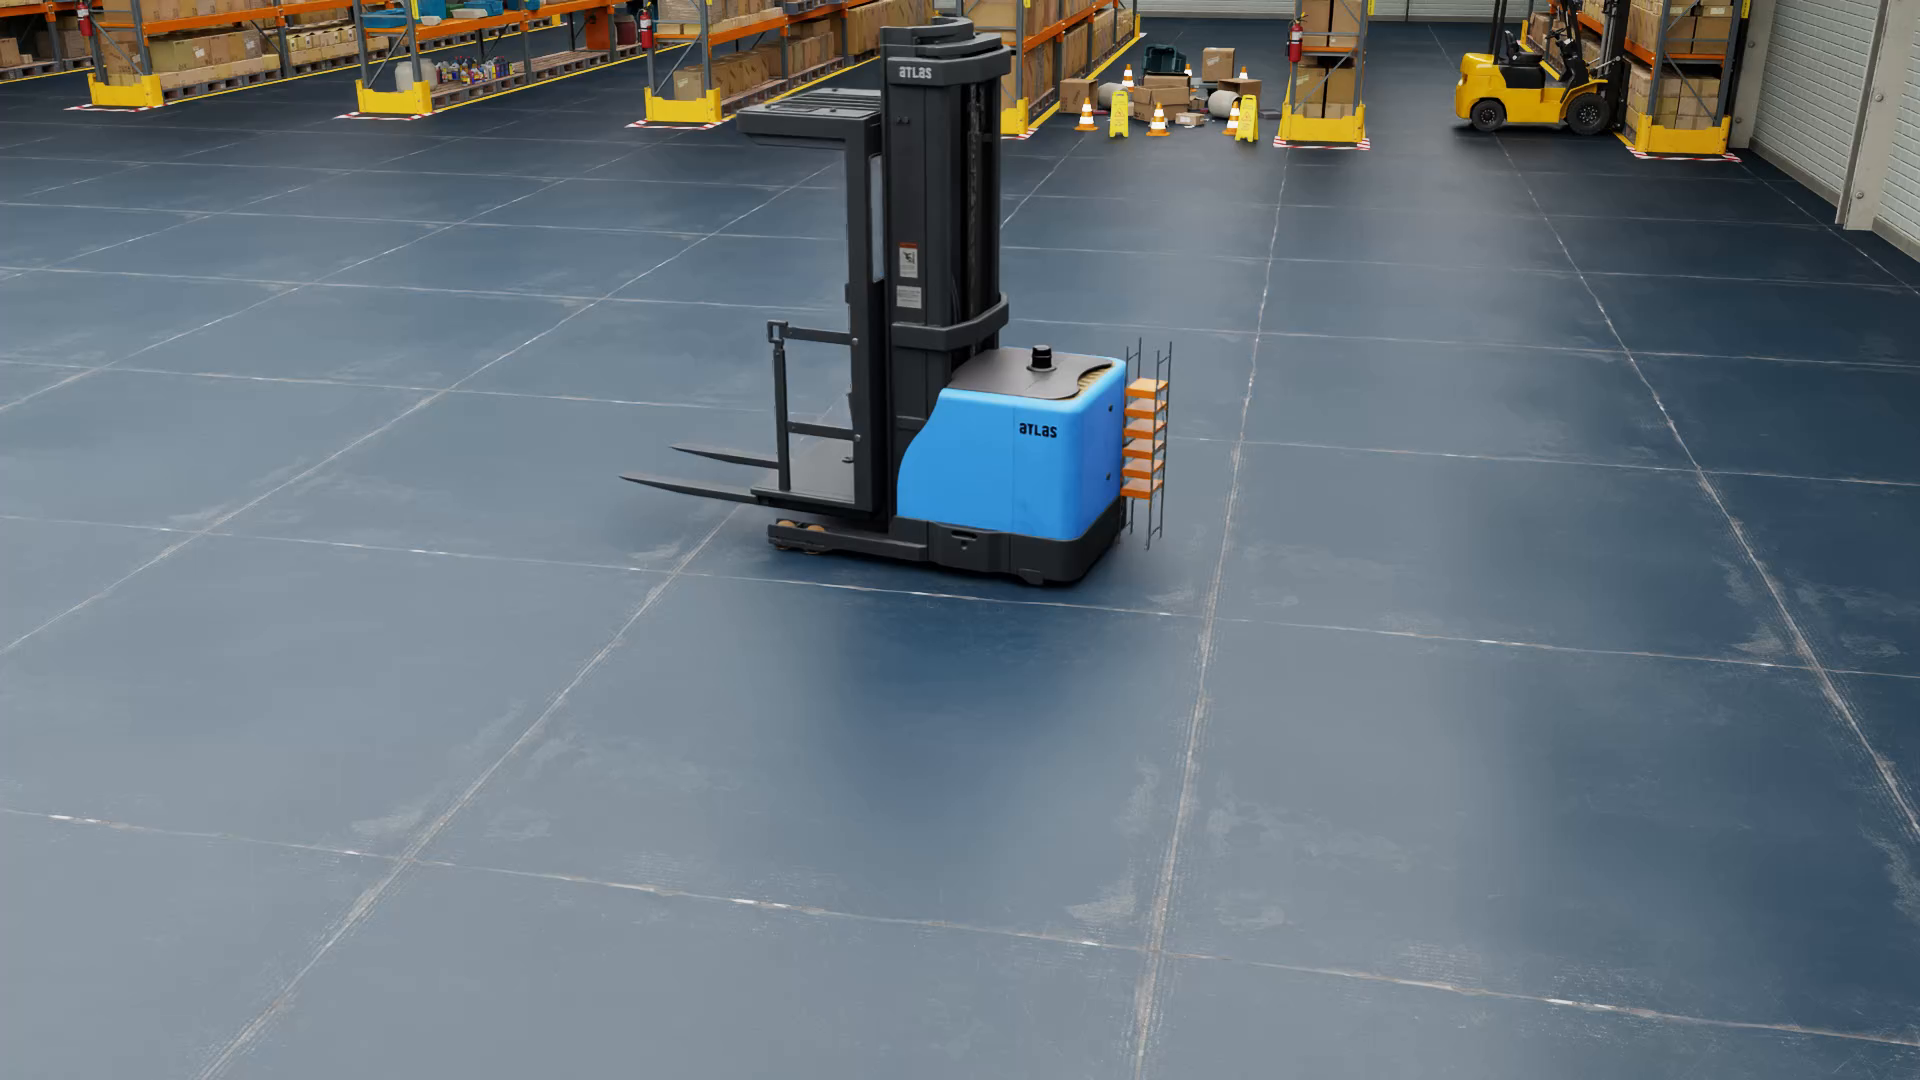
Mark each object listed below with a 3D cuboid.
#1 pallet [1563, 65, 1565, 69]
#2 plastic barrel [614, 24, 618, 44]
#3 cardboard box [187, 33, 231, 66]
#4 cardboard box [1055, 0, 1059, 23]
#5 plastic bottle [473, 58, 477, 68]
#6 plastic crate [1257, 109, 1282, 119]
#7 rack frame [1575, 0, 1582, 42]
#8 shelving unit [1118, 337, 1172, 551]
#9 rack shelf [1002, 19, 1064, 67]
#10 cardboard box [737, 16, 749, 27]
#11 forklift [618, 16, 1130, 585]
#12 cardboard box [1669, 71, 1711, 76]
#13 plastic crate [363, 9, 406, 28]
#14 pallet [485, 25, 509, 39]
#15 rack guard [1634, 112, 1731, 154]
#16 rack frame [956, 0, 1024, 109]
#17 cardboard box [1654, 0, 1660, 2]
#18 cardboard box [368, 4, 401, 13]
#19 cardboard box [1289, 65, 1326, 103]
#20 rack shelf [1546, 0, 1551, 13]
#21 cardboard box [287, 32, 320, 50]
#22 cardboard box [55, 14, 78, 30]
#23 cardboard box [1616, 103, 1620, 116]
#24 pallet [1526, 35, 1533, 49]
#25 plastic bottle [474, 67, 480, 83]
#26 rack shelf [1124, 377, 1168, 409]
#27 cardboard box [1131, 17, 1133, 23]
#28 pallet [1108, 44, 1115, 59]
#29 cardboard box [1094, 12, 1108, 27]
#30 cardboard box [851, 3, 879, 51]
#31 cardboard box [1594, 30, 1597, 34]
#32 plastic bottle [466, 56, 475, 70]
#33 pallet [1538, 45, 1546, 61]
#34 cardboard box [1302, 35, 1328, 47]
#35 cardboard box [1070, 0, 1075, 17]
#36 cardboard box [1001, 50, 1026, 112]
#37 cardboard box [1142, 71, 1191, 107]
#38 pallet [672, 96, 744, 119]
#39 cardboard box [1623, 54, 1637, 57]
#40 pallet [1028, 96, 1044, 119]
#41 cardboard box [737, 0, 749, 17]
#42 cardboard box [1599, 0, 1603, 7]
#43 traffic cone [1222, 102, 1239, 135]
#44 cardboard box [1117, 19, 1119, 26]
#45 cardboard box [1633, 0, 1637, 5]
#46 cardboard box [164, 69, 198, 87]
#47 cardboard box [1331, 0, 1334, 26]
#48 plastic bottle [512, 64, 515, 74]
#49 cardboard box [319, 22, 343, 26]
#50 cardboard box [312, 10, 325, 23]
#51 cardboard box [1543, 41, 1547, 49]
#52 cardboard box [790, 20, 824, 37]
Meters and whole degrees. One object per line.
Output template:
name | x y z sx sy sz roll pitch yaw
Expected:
pallet | 11.990 -8.796 31.411 1.003 0.211 1.213 4 22 11
plastic barrel | -7.499 -10.764 35.332 0.421 0.512 0.421 0 22 0
cardboard box | -13.455 -8.777 29.747 0.500 0.500 0.500 4 22 11
cardboard box | 1.194 -9.007 28.003 0.875 0.550 0.550 4 22 11
plastic bottle | -8.920 -8.722 30.558 0.097 0.271 0.097 0 22 0
plastic crate | 5.001 -6.867 26.798 0.402 0.080 0.583 -3 22 -8
rack frame | 11.800 -9.819 30.219 1.000 3.000 0.127 4 22 11
shelving unit | 1.065 -0.549 9.604 0.189 1.200 0.258 10 23 23
rack shelf | 0.850 -8.009 26.687 1.077 0.370 4.000 4 22 11
cardboard box | -3.701 -8.537 27.371 0.380 0.149 0.250 4 22 11
forklift | -0.579 -1.448 9.525 3.031 2.935 1.130 9 24 20
cardboard box | 10.550 -6.621 24.058 0.500 0.250 0.500 4 22 11
plastic crate | -9.433 -8.540 27.243 0.499 0.251 0.616 4 22 11
pallet | -11.501 -12.129 39.686 1.003 0.211 1.213 4 22 11
rack guard | 10.163 -5.725 23.400 1.175 0.500 0.348 4 22 11
rack frame | 0.442 -7.611 24.736 1.000 3.000 0.127 4 22 11
cardboard box | 10.082 -7.716 23.597 0.380 0.149 0.250 5 22 12
cardboard box | -12.490 -11.481 36.100 0.500 0.250 0.500 5 23 13
cardboard box | 5.216 -6.851 24.963 0.500 0.500 0.500 5 22 11
rack shelf | 13.025 -11.680 35.802 1.077 0.370 4.000 4 22 11
cardboard box | -12.839 -9.740 32.390 0.500 0.311 0.500 4 22 10
cardboard box | -17.904 -10.446 33.528 0.500 0.250 0.500 4 22 10
cardboard box | 10.260 -6.564 25.255 0.500 0.250 0.500 5 23 13
pallet | 13.256 -11.132 37.212 1.003 0.211 1.213 4 22 11
plastic bottle | -8.477 -8.143 29.121 0.097 0.271 0.097 0 22 0
rack shelf | 1.067 -0.843 9.490 0.180 0.103 0.258 10 23 23
cardboard box | 3.878 -12.258 39.131 0.380 0.149 0.250 4 22 9
pallet | 2.733 -10.421 35.447 1.003 0.211 1.213 4 22 11
cardboard box | 2.774 -10.710 34.210 0.500 0.250 0.500 3 22 9
cardboard box | -2.410 -10.737 34.780 1.225 0.875 0.875 5 22 11
cardboard box | 12.424 -9.799 32.086 0.380 0.149 0.250 5 22 11
plastic bottle | -8.856 -8.567 30.067 0.144 0.351 0.185 4 22 11
pallet | 12.758 -10.240 34.996 1.003 0.211 1.213 4 22 11
cardboard box | 5.175 -7.307 24.318 0.380 0.149 0.250 5 23 13
cardboard box | 1.731 -9.477 29.235 0.500 0.500 0.500 5 22 11
cardboard box | 0.515 -7.073 25.683 0.875 0.875 0.875 5 22 11
cardboard box | 3.371 -7.353 27.257 0.797 0.637 0.503 4 22 11
pallet | -4.178 -7.055 27.088 1.003 0.211 1.213 4 22 11
cardboard box | 10.578 -7.586 26.456 0.500 0.250 0.500 4 22 10
pallet | 0.779 -7.061 27.102 1.003 0.211 1.213 4 22 11
cardboard box | -4.012 -8.963 27.561 0.875 0.500 0.500 4 22 11
cardboard box | 11.042 -9.093 27.948 0.500 0.250 0.500 5 22 12
traffic cone | 4.133 -6.349 24.999 0.336 0.463 0.334 4 22 11
cardboard box | 3.278 -11.354 36.488 0.380 0.149 0.250 6 23 14
cardboard box | 10.372 -8.141 25.051 0.380 0.149 0.250 4 22 9
cardboard box | -13.665 -8.064 28.980 0.500 0.250 0.500 4 22 11
cardboard box | 5.779 -7.797 24.665 0.500 0.500 0.500 5 23 13
plastic bottle | -8.195 -8.616 30.389 0.097 0.201 0.097 0 22 0
cardboard box | -12.951 -10.526 34.342 0.500 0.311 0.500 4 22 10
cardboard box | -16.133 -13.032 40.980 0.700 0.500 0.500 4 22 10
cardboard box | 12.443 -10.381 34.867 0.380 0.149 0.250 4 22 9
cardboard box | -2.967 -9.902 32.178 0.500 0.250 0.500 7 23 17
